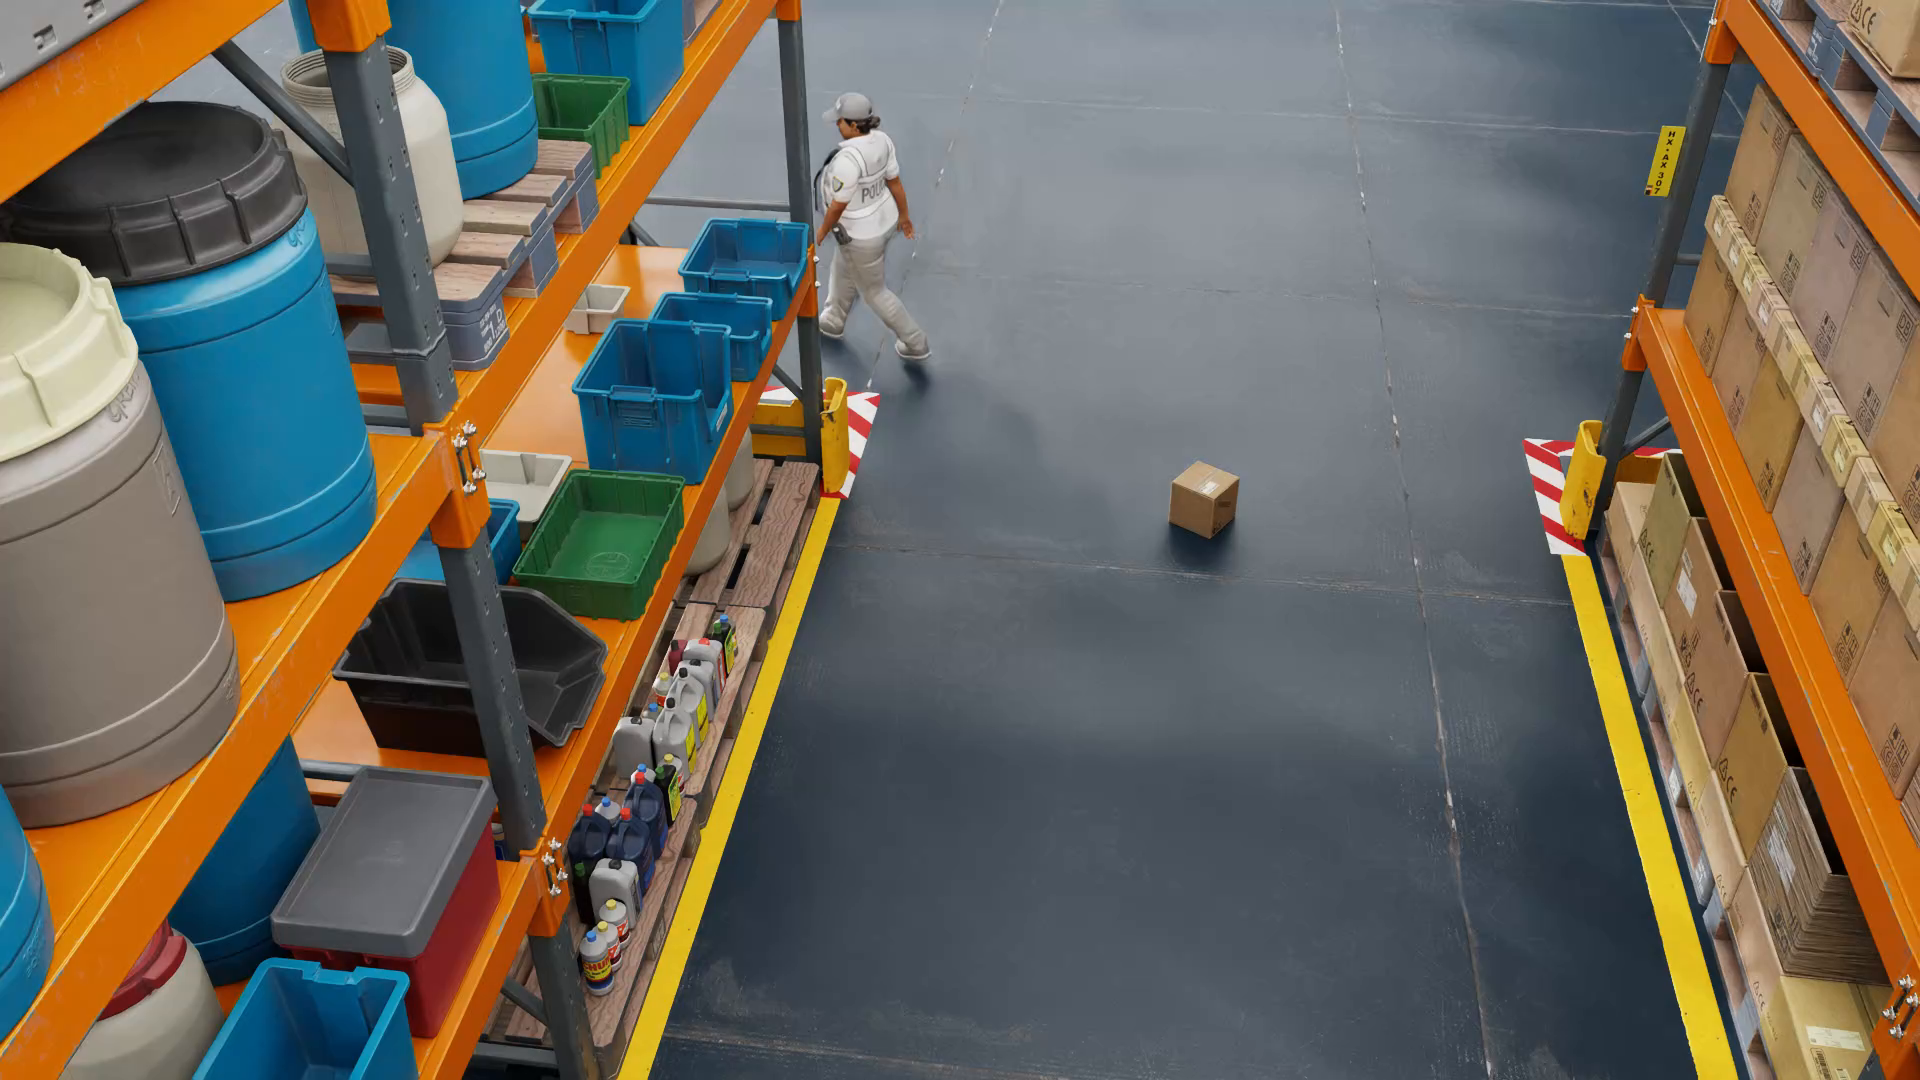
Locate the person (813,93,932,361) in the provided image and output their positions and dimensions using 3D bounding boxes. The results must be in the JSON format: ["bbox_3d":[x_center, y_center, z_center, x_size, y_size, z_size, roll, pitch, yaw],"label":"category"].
[{"bbox_3d":[-0.581,-1.794,9.482,0.945,1.609,0.556,15,39,19],"label":"person"}]
